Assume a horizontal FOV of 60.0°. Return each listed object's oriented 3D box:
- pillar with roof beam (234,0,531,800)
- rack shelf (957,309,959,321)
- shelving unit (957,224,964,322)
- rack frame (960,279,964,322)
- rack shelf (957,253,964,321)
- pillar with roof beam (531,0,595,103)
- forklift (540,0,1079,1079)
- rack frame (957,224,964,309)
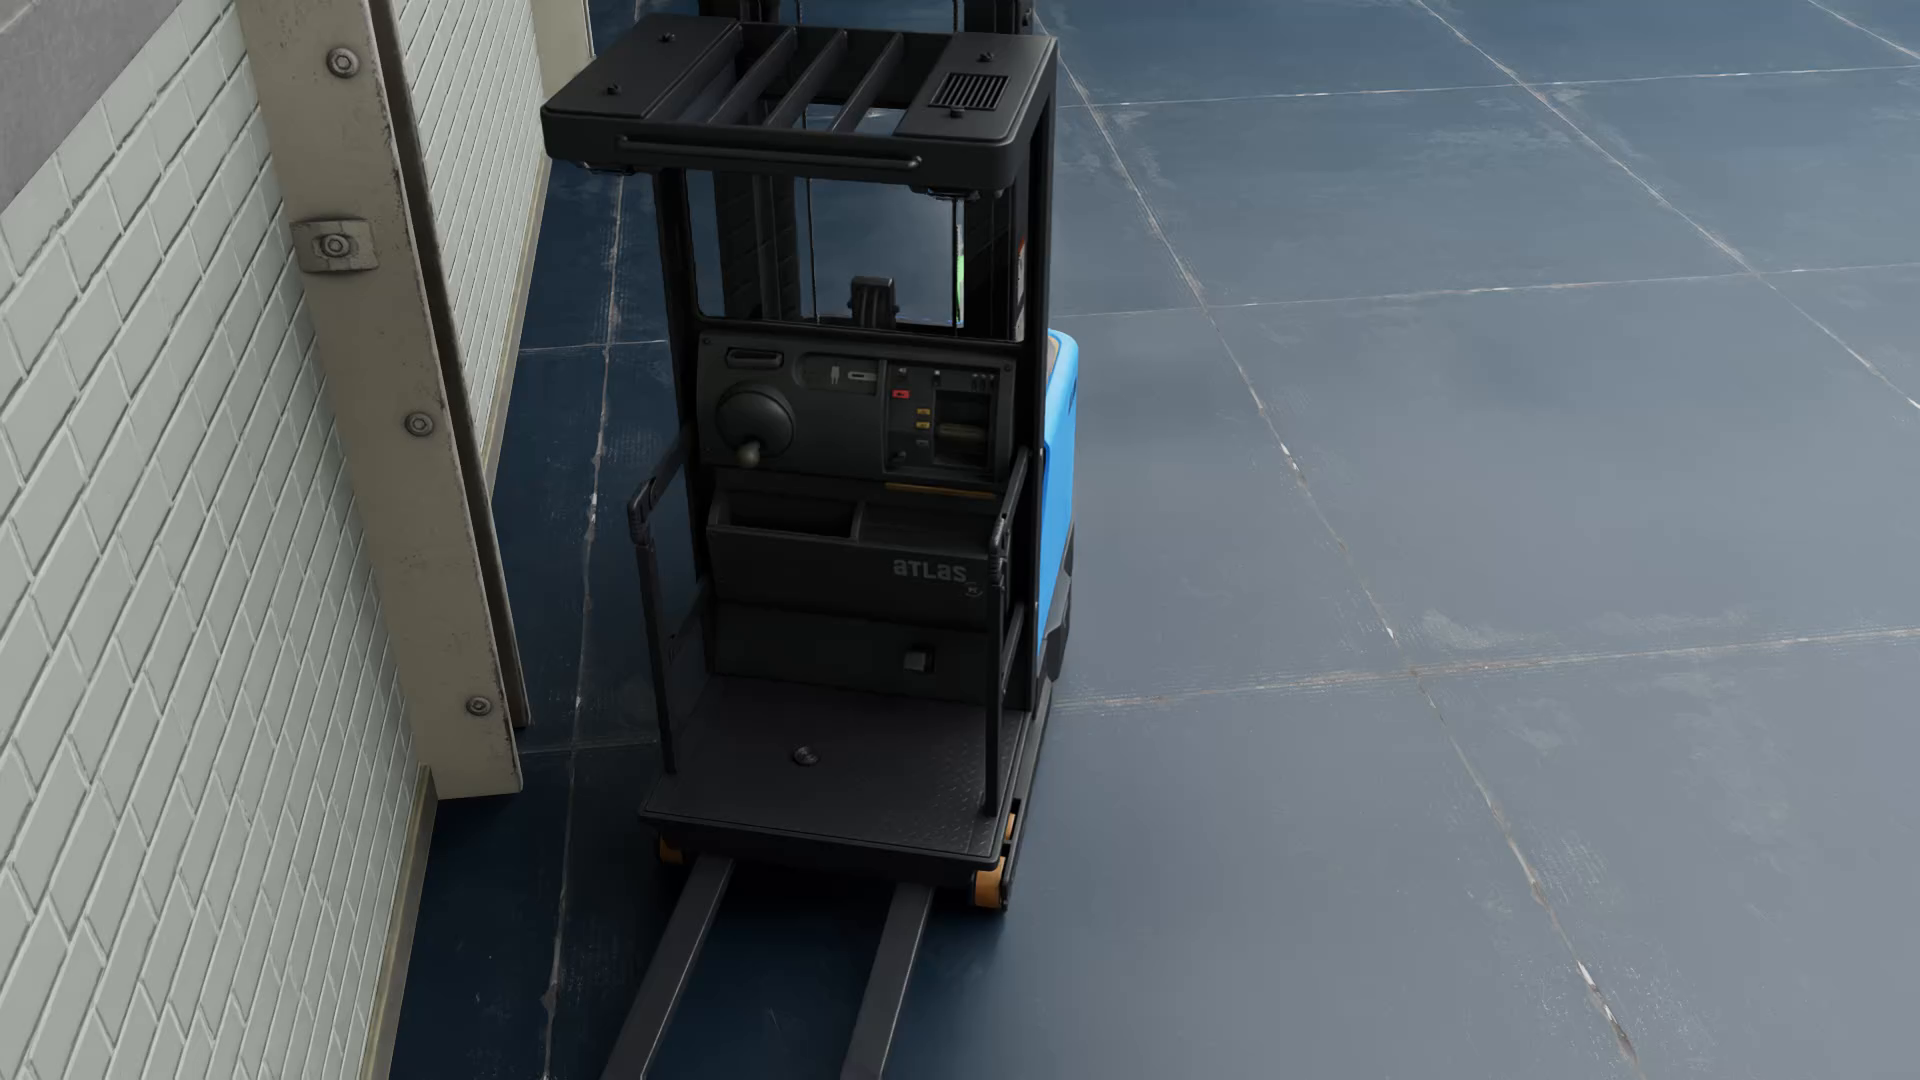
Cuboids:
[{"bbox_3d":[2.631,-3.307,3.612,9.100,9.000,0.400,-4,35,-6],"label":"pillar with roof beam"},{"bbox_3d":[0.112,-0.725,6.436,0.258,0.148,0.480,-1,34,-1],"label":"rack shelf"},{"bbox_3d":[0.112,-0.580,6.535,0.258,1.200,0.503,-1,34,-1],"label":"shelving unit"},{"bbox_3d":[0.119,-0.442,6.334,0.240,1.200,0.015,-1,34,-1],"label":"rack frame"},{"bbox_3d":[0.112,-0.924,6.301,0.258,0.148,0.480,-1,34,-1],"label":"rack shelf"},{"bbox_3d":[1.824,-6.655,8.525,9.100,9.000,0.400,-4,35,-6],"label":"pillar with roof beam"},{"bbox_3d":[-0.341,-0.310,4.602,1.130,2.935,3.031,6,35,9],"label":"forklift"},{"bbox_3d":[0.105,-0.717,6.737,0.240,1.200,0.015,-1,34,-1],"label":"rack frame"}]
